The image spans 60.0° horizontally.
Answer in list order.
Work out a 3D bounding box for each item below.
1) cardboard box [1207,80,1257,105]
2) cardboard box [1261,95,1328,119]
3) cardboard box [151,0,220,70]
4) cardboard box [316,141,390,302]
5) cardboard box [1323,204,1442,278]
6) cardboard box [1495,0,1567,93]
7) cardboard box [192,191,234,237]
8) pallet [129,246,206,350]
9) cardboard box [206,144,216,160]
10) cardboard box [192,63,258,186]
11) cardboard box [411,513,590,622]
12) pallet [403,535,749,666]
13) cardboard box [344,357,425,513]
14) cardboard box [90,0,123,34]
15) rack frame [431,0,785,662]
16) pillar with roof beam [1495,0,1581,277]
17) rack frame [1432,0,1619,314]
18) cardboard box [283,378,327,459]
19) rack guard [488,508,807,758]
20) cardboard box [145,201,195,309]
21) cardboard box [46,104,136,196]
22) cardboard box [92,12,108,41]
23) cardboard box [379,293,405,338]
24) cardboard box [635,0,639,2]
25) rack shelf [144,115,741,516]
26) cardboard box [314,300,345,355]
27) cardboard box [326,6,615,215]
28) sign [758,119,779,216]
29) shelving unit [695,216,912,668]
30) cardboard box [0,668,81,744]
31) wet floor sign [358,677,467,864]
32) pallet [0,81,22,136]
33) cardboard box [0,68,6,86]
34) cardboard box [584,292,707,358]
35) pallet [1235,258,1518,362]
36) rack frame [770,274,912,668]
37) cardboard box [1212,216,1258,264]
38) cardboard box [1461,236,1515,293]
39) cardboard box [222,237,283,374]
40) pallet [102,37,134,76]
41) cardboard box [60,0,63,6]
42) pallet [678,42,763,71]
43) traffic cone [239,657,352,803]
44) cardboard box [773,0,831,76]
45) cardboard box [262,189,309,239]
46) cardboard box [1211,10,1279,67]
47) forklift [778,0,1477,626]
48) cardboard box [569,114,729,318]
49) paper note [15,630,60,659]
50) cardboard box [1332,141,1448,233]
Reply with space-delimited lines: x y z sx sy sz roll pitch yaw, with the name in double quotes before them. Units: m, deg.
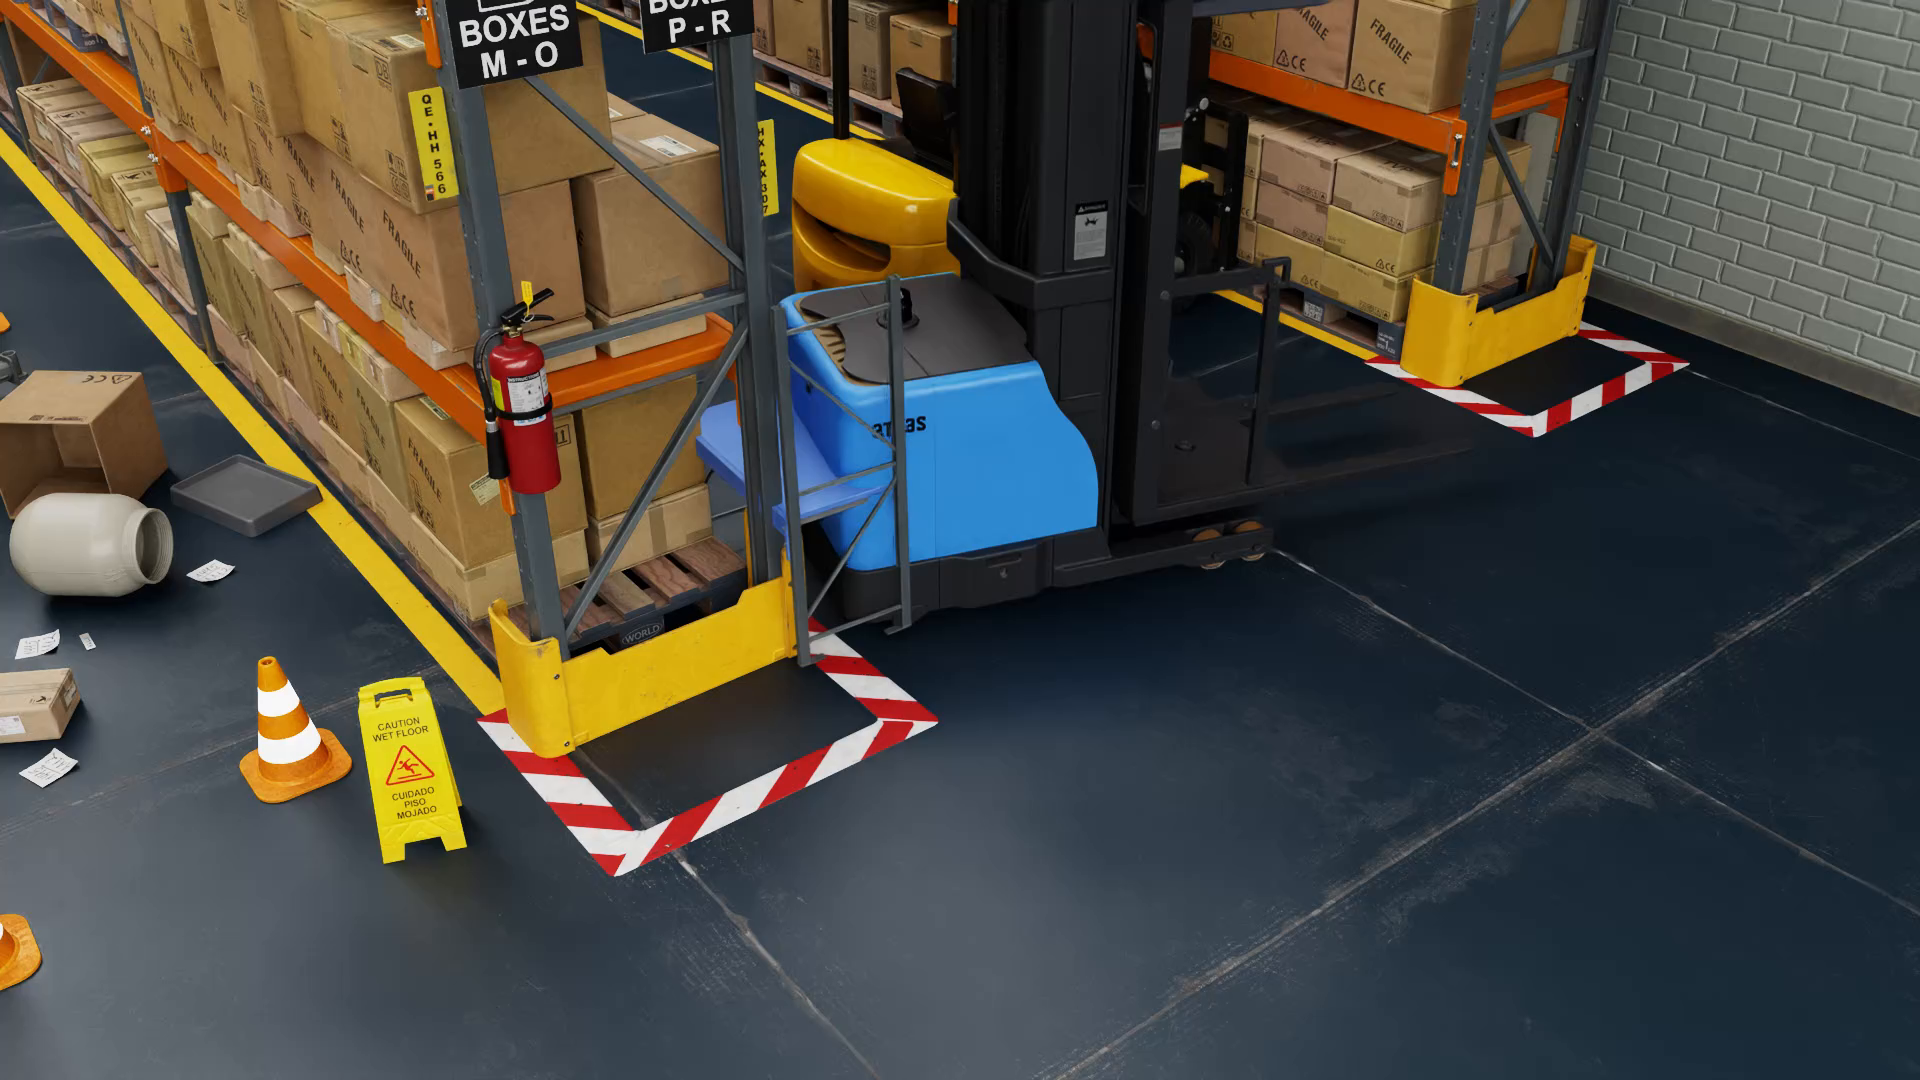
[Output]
"cardboard box" 1.359 -2.469 9.642 0.500 0.250 0.500 -23 39 -32
"cardboard box" 2.075 -2.426 9.574 0.500 0.250 0.500 -23 38 -32
"cardboard box" -2.863 -2.273 6.742 0.700 0.500 0.500 -23 39 -32
"cardboard box" -1.945 -1.219 5.994 0.500 0.500 0.500 -22 38 -31
"cardboard box" 2.283 -1.635 8.774 0.500 0.250 0.500 -23 38 -32
"cardboard box" 2.744 -2.650 8.578 0.500 0.500 0.500 -21 37 -30
"cardboard box" -3.366 -1.570 7.818 0.380 0.149 0.250 -22 38 -31
"pallet" -4.022 -1.510 9.481 1.003 0.211 1.213 -22 38 -31
"cardboard box" -3.221 -1.839 7.606 0.380 0.149 0.250 -22 38 -32
"cardboard box" -2.870 -1.851 7.010 0.500 0.500 0.500 -23 38 -32
"cardboard box" -1.814 0.026 6.572 0.500 0.250 0.500 -22 38 -32
"pallet" -1.608 0.100 6.890 1.003 0.211 1.213 -22 38 -31
"cardboard box" -2.111 -0.498 6.706 0.500 0.500 0.500 -21 37 -30
"cardboard box" -4.008 -2.836 8.198 0.500 0.500 0.500 -23 39 -32
"rack frame" -1.091 -0.703 5.539 1.000 3.000 0.127 -22 38 -31
"pillar with roof beam" -0.288 -4.048 5.239 9.100 9.000 0.400 -22 38 -31
"rack frame" 2.828 -2.311 8.128 1.000 3.000 0.127 -22 38 -31
"cardboard box" -2.731 -0.608 7.595 0.500 0.250 0.500 -23 38 -32
"rack guard" -1.137 0.327 6.250 1.175 0.500 0.348 -22 38 -31
"cardboard box" -3.867 -1.650 9.157 0.950 0.372 0.625 -22 38 -31
"cardboard box" -5.199 -2.556 10.615 0.950 0.372 0.625 -23 39 -32
"cardboard box" -4.225 -2.683 8.567 0.380 0.149 0.250 -24 39 -33
"cardboard box" -1.872 -0.867 6.041 0.380 0.149 0.250 -23 39 -32
"cardboard box" -2.507 -4.868 14.216 0.500 0.500 0.500 -21 38 -30
"rack shelf" -2.317 -1.231 7.071 1.077 0.370 4.000 -22 38 -31
"cardboard box" -2.378 -0.905 6.746 0.380 0.149 0.250 -21 37 -29
"cardboard box" -1.576 -1.439 5.400 0.700 0.500 0.500 -23 39 -33
"sign" -0.662 -1.247 5.594 0.100 0.325 0.005 -22 38 -31
"shelving unit" -0.697 -0.447 6.493 0.538 1.500 1.048 -20 37 -27
"cardboard box" -3.490 0.615 6.118 0.380 0.149 0.250 -4 32 -7
"wet floor sign" -1.819 0.722 5.476 0.267 0.644 0.232 -10 33 -15
"pallet" -6.420 -3.206 12.212 1.003 0.211 1.213 -22 38 -31
"cardboard box" -6.898 -4.001 12.465 0.875 0.875 0.875 -22 38 -31
"cardboard box" -1.135 -0.805 5.942 0.380 0.149 0.250 -22 38 -31
"pallet" 2.326 -1.432 9.355 1.003 0.211 1.213 -22 38 -31
"rack frame" -0.418 -0.222 6.132 0.500 1.500 0.032 -20 37 -27
"cardboard box" 1.693 -1.837 9.572 0.500 0.250 0.500 -22 38 -31
"cardboard box" 2.681 -1.589 9.174 0.500 0.250 0.500 -22 38 -31
"cardboard box" -3.057 -1.147 7.751 0.500 0.500 0.500 -21 37 -30
"pallet" -3.897 -2.655 8.863 1.003 0.211 1.213 -22 38 -31
"cardboard box" -4.691 -2.997 9.073 0.380 0.149 0.250 -22 38 -31
"pallet" -1.604 -4.105 13.659 1.003 0.211 1.213 -22 38 -31
"traffic cone" -2.373 0.612 5.825 0.336 0.463 0.334 -22 38 -31
"cardboard box" -0.886 -4.000 12.700 0.875 0.625 0.625 -24 39 -33
"cardboard box" -2.650 -1.397 6.894 0.380 0.149 0.250 -22 38 -32
"cardboard box" 1.693 -2.906 8.991 0.500 0.500 0.500 -23 39 -32
"forklift" 0.804 -1.371 6.679 3.031 2.935 1.130 -11 33 -17
"cardboard box" -1.162 -1.159 5.897 0.500 0.500 0.500 -23 39 -32
"paper note" -3.645 0.410 6.571 0.148 0.019 0.142 -10 33 -15
"cardboard box" 2.299 -1.837 8.625 0.500 0.250 0.500 -21 37 -30
